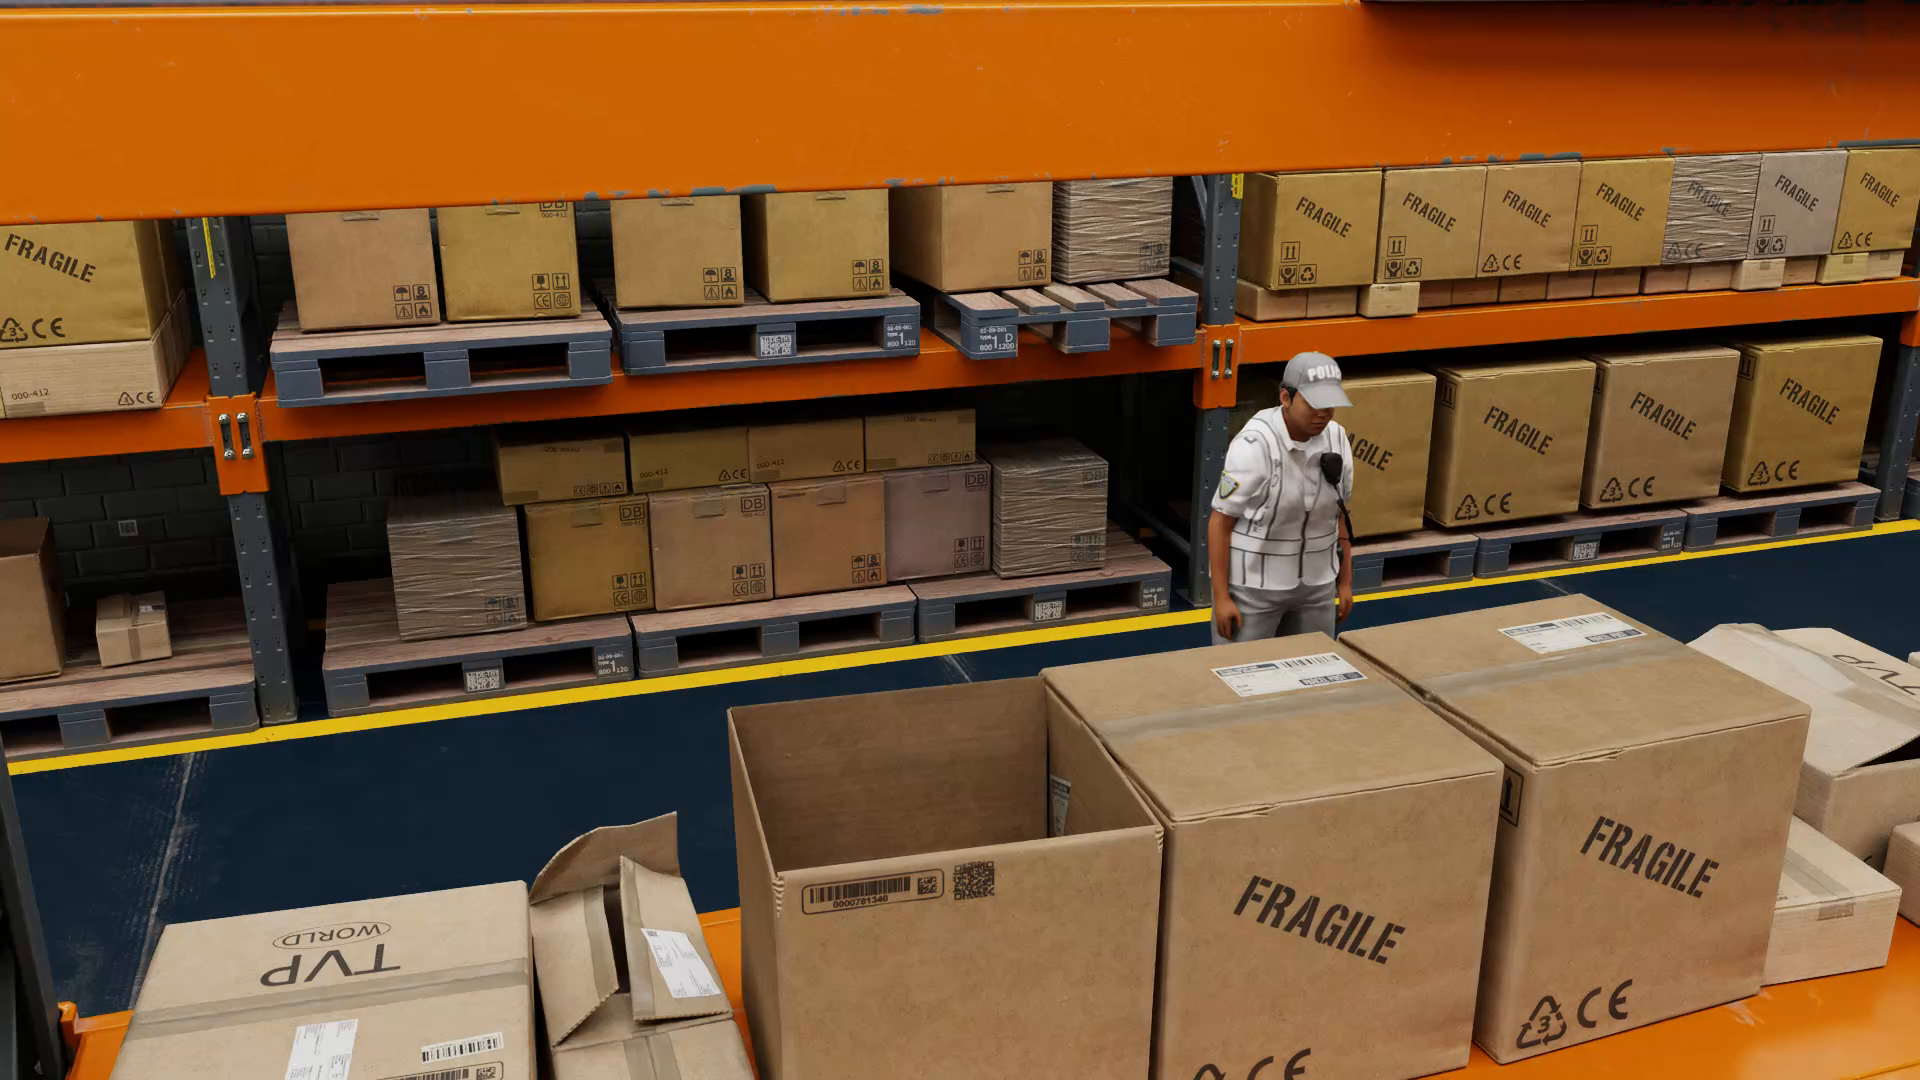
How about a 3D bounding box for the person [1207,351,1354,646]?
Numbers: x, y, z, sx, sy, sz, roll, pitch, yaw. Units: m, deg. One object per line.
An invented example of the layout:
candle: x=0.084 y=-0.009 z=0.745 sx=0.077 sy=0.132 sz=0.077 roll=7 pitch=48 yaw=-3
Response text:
person: x=1.065 y=0.179 z=5.548 sx=0.556 sy=1.666 sz=0.469 roll=-7 pitch=21 yaw=-19
